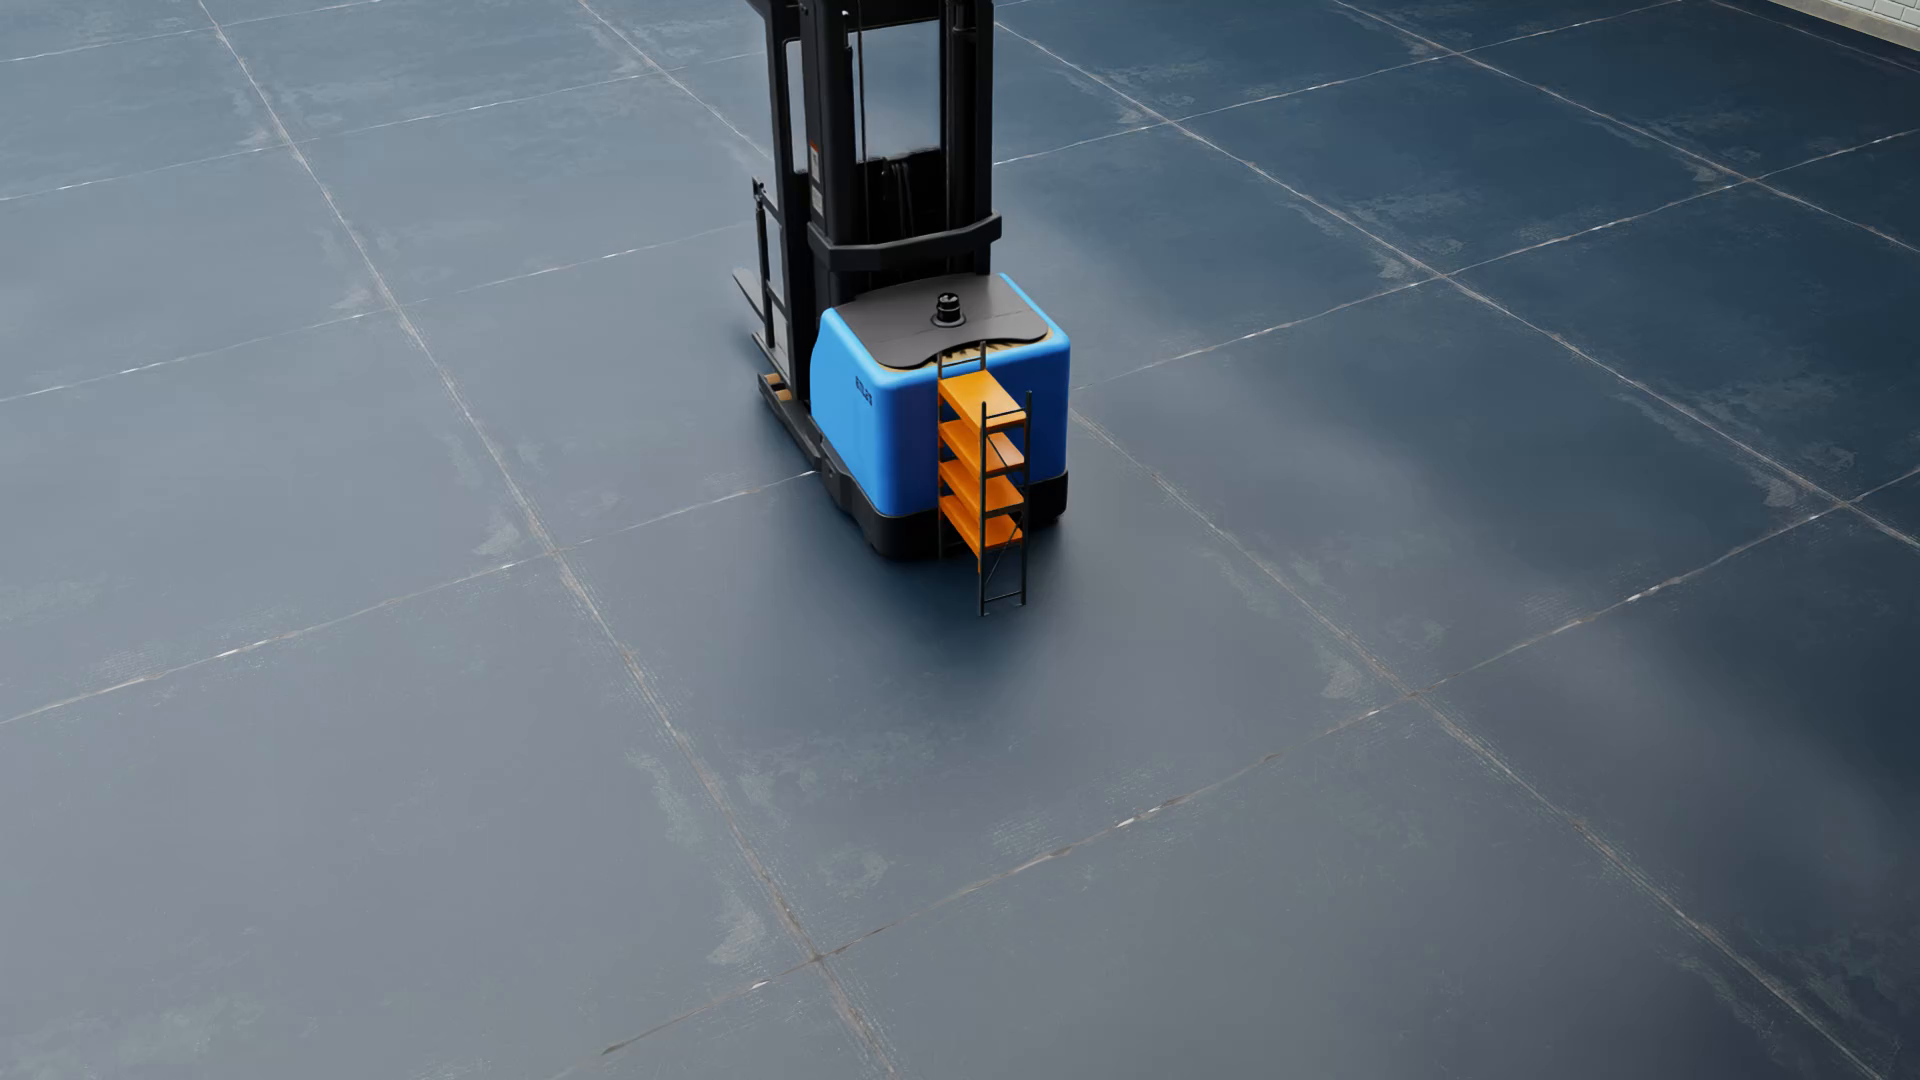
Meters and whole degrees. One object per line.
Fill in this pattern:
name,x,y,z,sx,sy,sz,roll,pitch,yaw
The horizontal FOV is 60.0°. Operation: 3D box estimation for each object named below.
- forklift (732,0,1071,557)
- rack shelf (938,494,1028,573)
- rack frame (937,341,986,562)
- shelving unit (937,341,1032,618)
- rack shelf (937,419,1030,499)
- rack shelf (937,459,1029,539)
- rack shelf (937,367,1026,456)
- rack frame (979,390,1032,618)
forklift,-0.507,-1.963,8.680,1.130,2.935,3.031,-15,39,-19
rack shelf,0.106,-0.061,7.994,0.258,0.148,0.480,-15,39,-19
rack frame,0.007,-0.407,8.018,0.240,1.200,0.015,-15,39,-19
shelving unit,0.106,-0.276,7.837,0.258,1.200,0.503,-15,39,-19
rack shelf,0.106,-0.402,7.745,0.258,0.148,0.480,-15,39,-19
rack shelf,0.106,-0.221,7.877,0.258,0.148,0.480,-15,39,-19
rack shelf,0.106,-0.593,7.606,0.258,0.148,0.480,-15,39,-19
rack frame,0.205,-0.144,7.657,0.240,1.200,0.015,-15,39,-19
